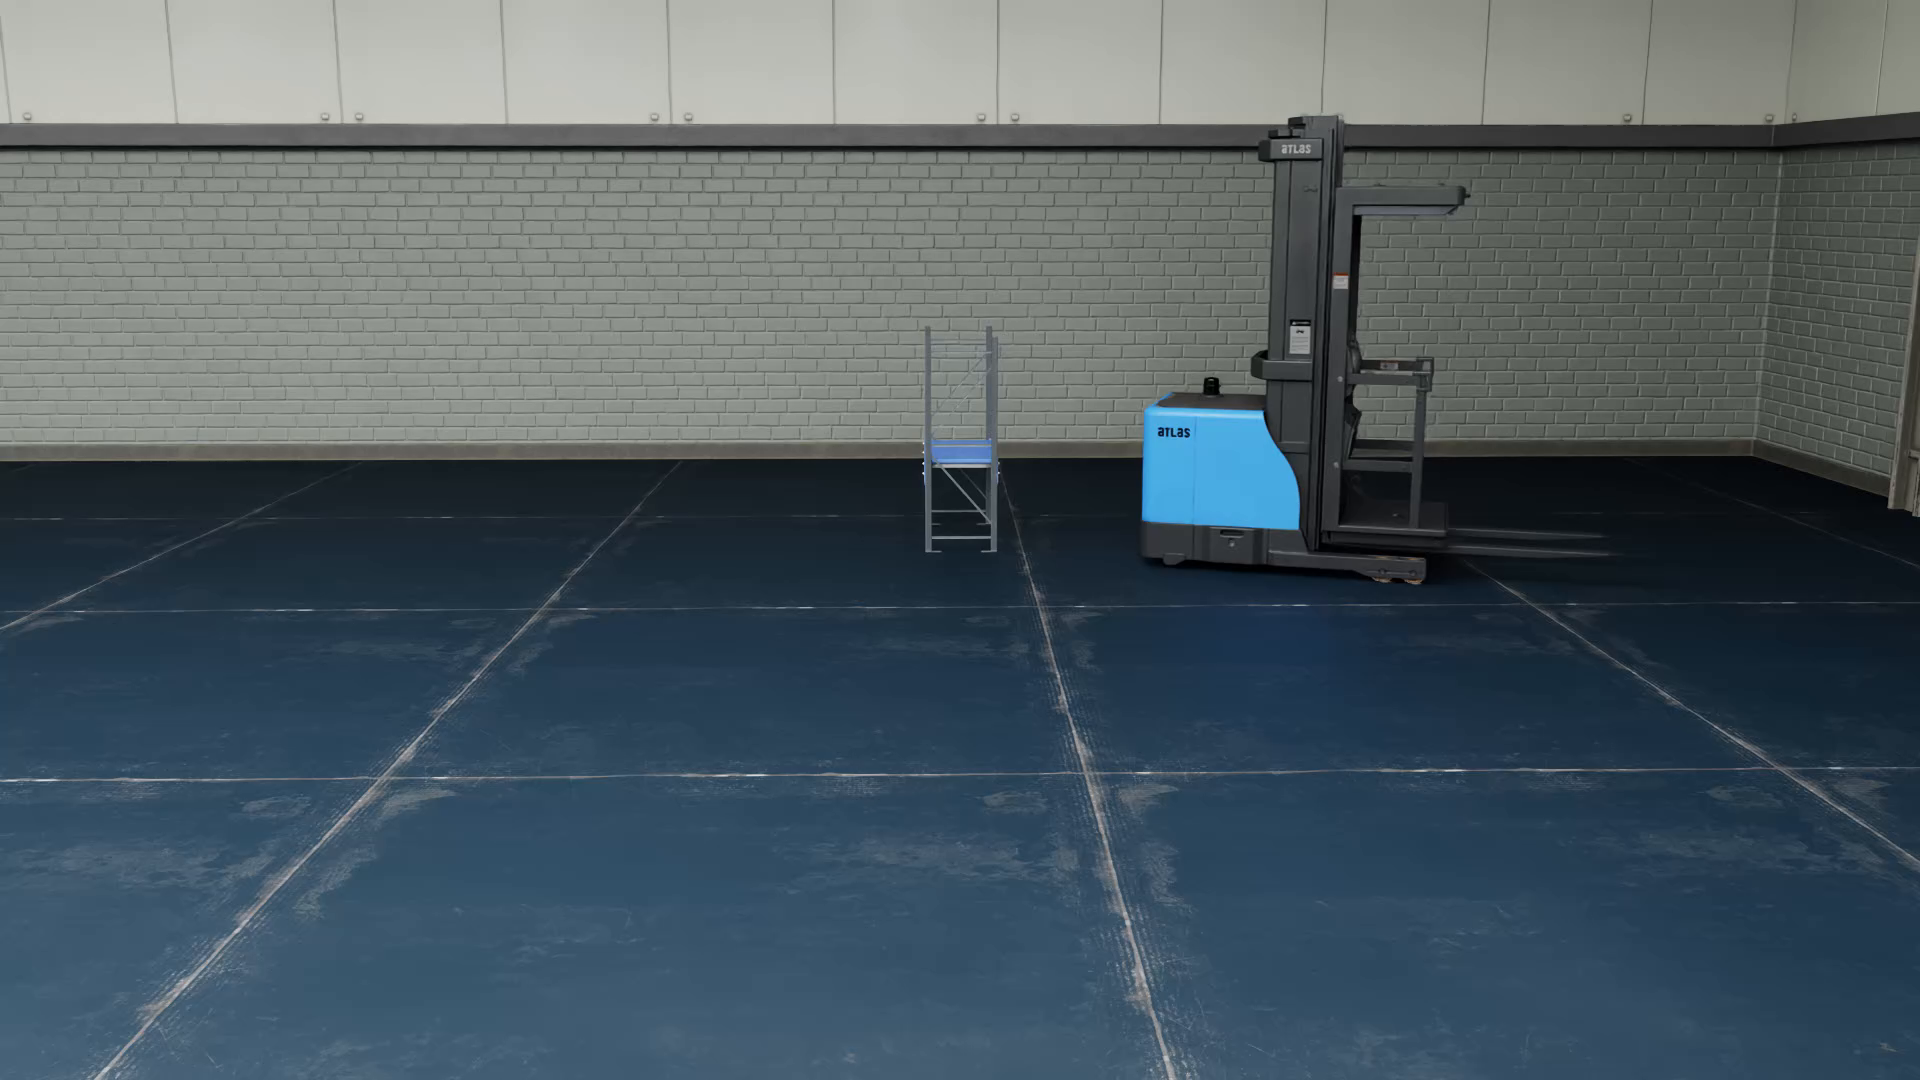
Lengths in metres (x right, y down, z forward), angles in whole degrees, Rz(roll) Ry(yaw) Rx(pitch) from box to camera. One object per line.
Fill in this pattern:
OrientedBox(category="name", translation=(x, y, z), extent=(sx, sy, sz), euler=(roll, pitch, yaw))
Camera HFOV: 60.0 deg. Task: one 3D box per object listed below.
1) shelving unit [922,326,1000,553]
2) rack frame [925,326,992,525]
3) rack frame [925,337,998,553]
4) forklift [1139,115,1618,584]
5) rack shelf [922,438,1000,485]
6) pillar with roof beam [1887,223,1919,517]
OrientedBox(category="shelving unit", translation=(-0.002, -0.752, 11.994), extent=(0.538, 1.500, 1.048), euler=(0, 11, -1))
OrientedBox(category="rack frame", translation=(-0.012, -0.853, 12.492), extent=(0.500, 1.500, 0.032), euler=(0, 11, -1))
OrientedBox(category="rack frame", translation=(0.009, -0.651, 11.495), extent=(0.500, 1.500, 0.032), euler=(0, 11, -1))
OrientedBox(category="forklift", translation=(2.781, -1.269, 10.944), extent=(3.031, 2.935, 1.130), euler=(3, 12, 16))
OrientedBox(category="rack shelf", translation=(-0.002, -0.576, 12.029), extent=(0.538, 0.185, 1.000), euler=(0, 11, -1))
OrientedBox(category="pillar with roof beam", translation=(3.294, -4.615, 12.172), extent=(9.100, 9.000, 0.400), euler=(0, 11, -1))
